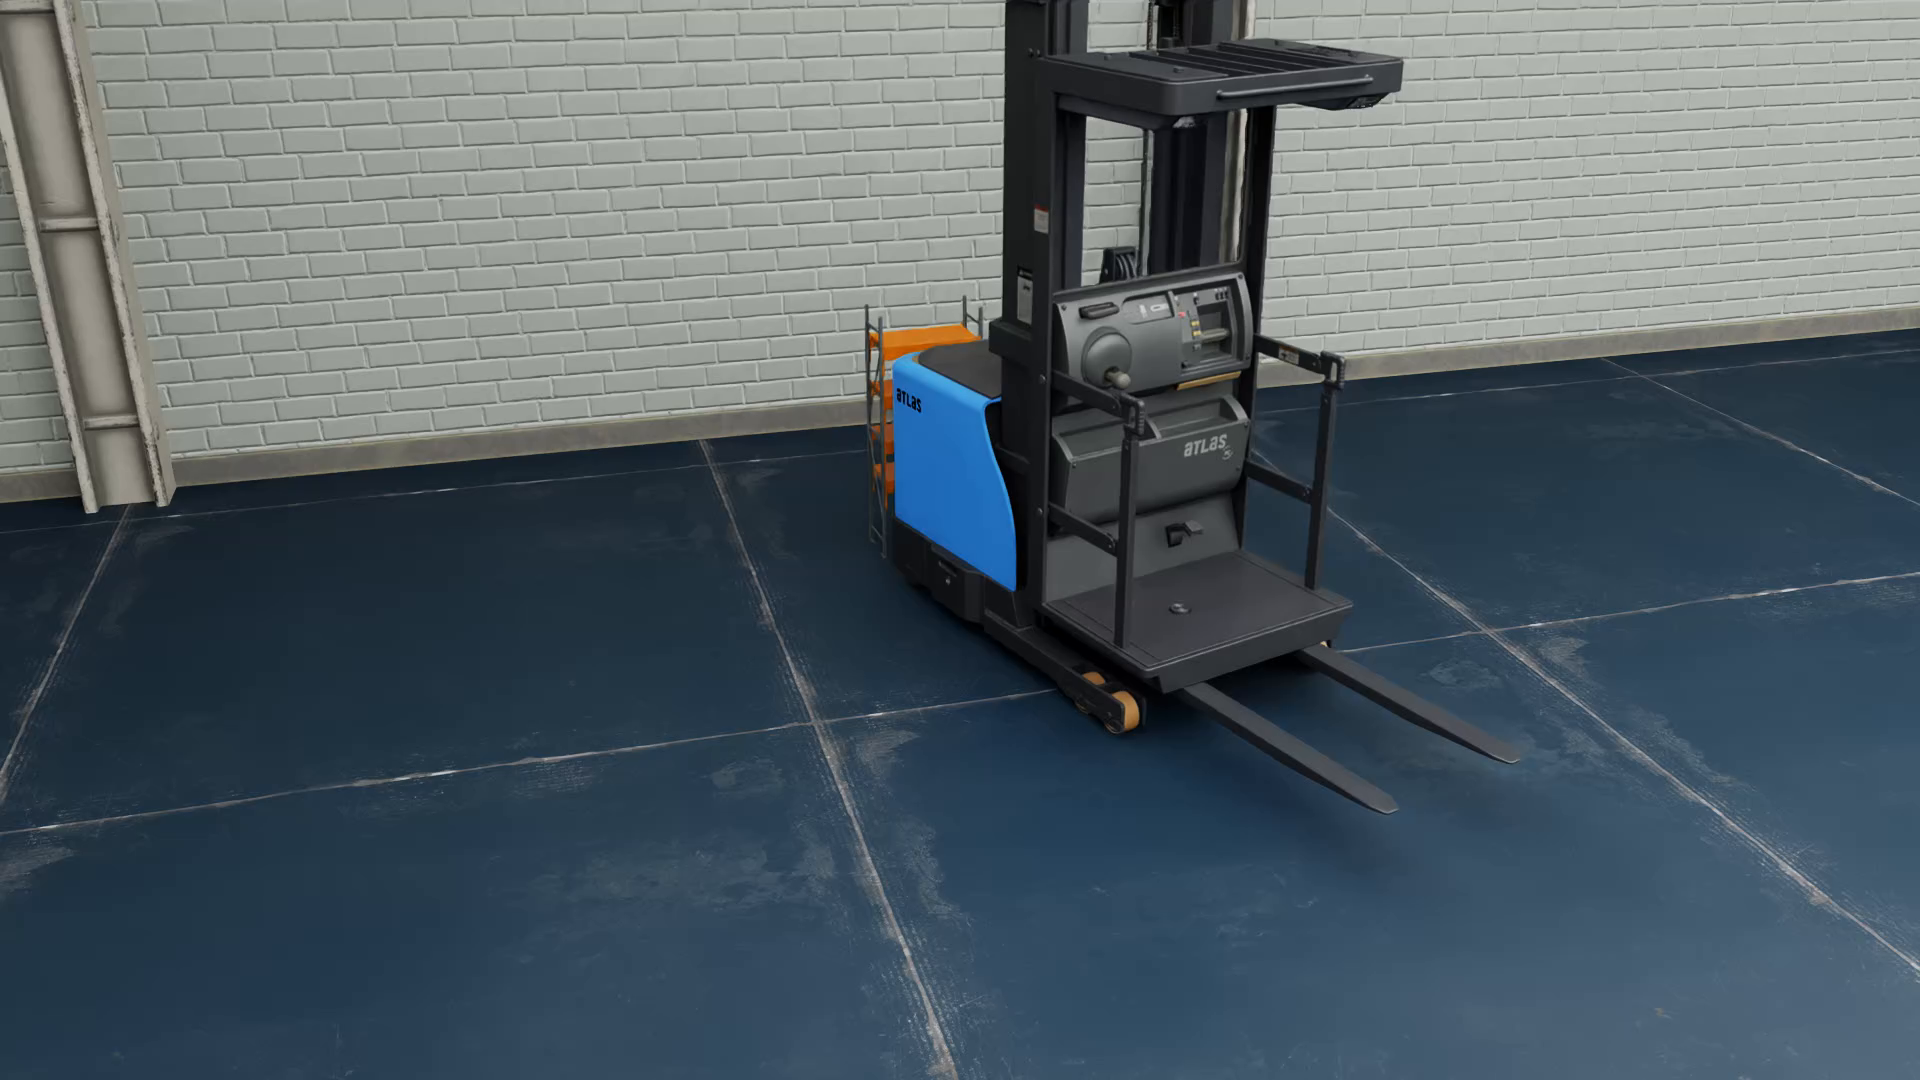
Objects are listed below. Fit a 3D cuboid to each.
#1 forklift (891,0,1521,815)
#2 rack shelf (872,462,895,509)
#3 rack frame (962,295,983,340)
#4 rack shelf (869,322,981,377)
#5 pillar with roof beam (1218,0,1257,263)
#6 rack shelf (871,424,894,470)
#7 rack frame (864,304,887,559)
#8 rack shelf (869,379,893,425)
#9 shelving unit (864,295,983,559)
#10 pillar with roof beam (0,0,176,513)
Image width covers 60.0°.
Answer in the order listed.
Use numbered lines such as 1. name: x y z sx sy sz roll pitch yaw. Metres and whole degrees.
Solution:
1. forklift: 0.895 -0.802 6.401 1.130 2.935 3.031 -14 27 -30
2. rack shelf: -0.171 -0.295 8.089 0.480 0.148 0.258 -8 25 -18
3. rack frame: 0.059 -0.572 8.061 0.015 1.200 0.240 -8 25 -18
4. rack shelf: -0.171 -0.900 7.830 0.480 0.148 0.258 -8 25 -18
5. pillar with roof beam: 2.580 -3.357 4.661 0.400 9.000 9.100 -6 24 -14
6. rack shelf: -0.171 -0.477 8.011 0.480 0.148 0.258 -8 25 -18
7. rack frame: -0.400 -0.506 7.909 0.015 1.200 0.240 -8 25 -18
8. rack shelf: -0.171 -0.683 7.923 0.480 0.148 0.258 -8 25 -18
9. shelving unit: -0.171 -0.539 7.985 0.503 1.200 0.258 -8 25 -18
10. pillar with roof beam: -3.197 -2.718 3.171 0.400 9.000 9.100 -6 24 -14
